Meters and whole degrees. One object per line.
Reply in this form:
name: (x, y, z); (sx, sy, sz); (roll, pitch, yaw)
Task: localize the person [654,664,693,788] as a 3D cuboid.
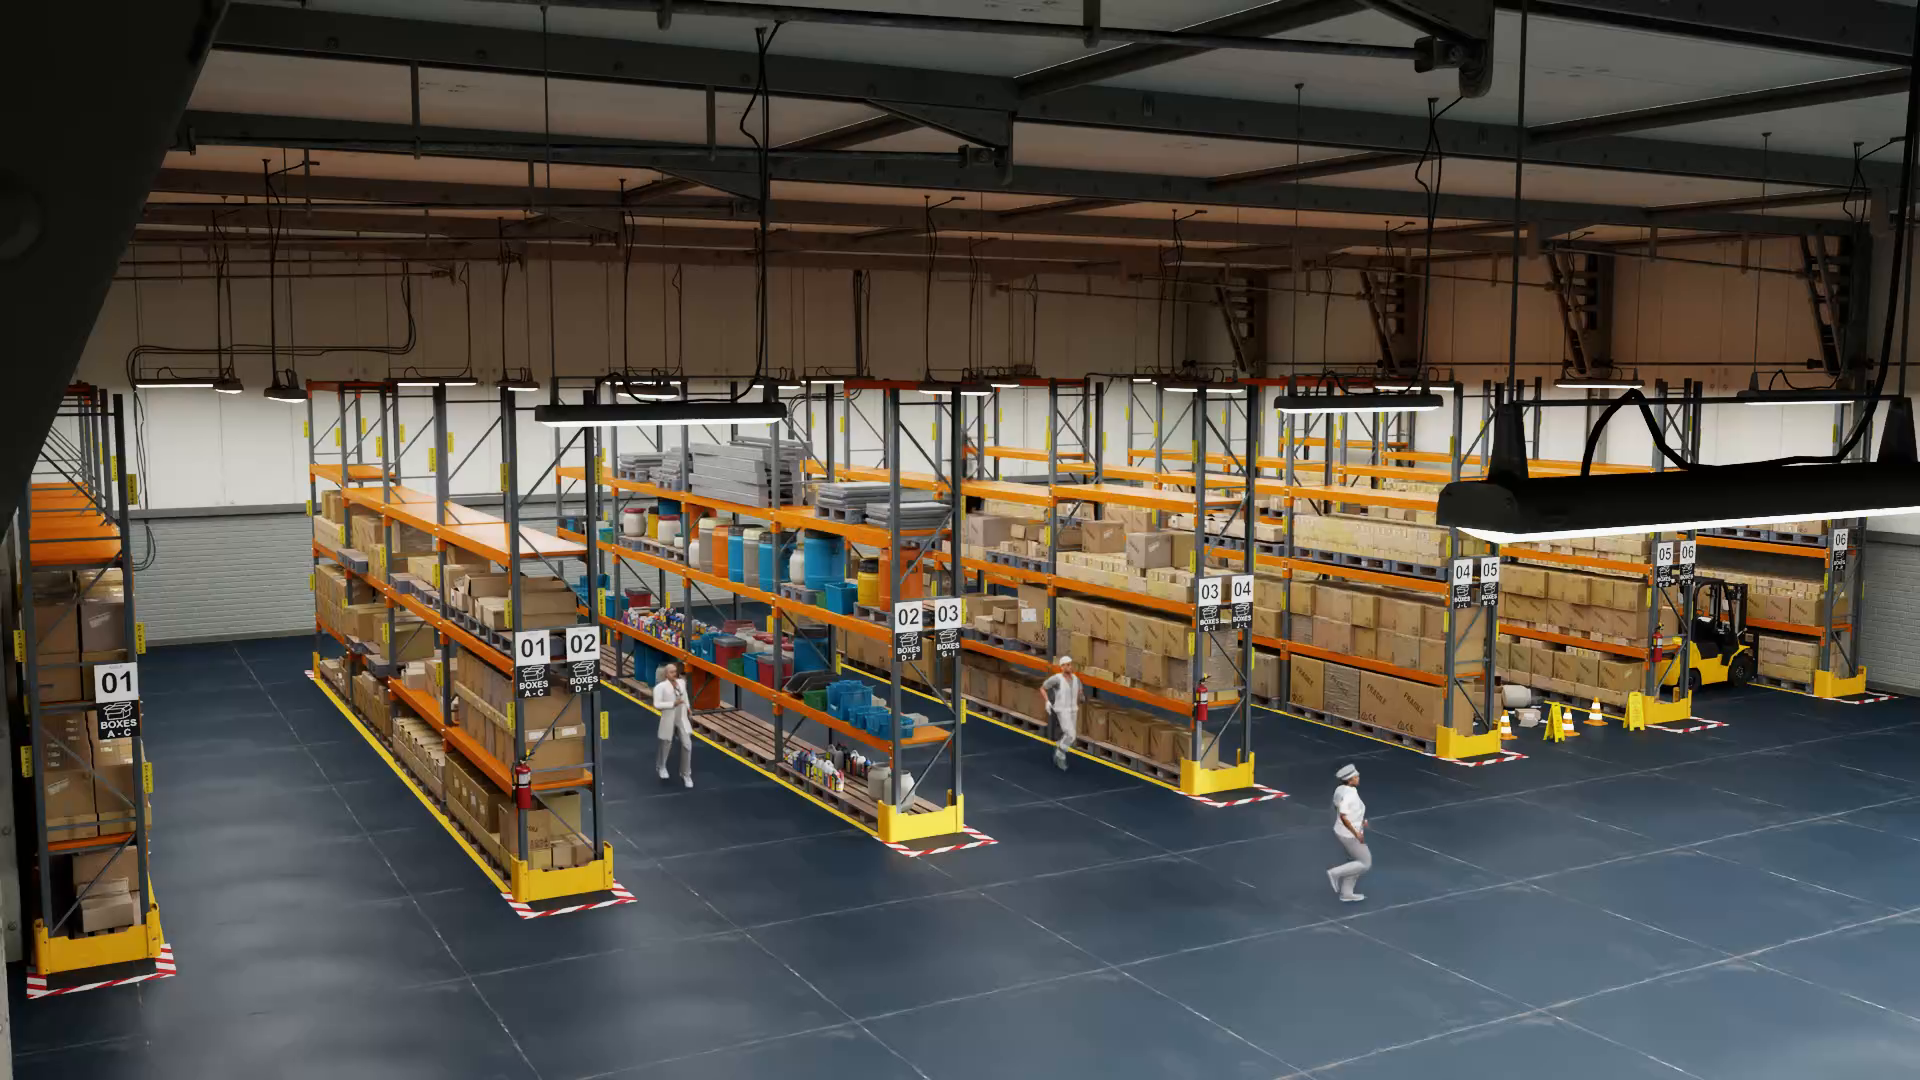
person: (-4.333, 2.781, 25.070); (0.677, 1.846, 0.866); (-4, 7, -34)

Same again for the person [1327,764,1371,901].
person: (4.573, 3.441, 19.554); (0.551, 1.646, 0.589); (0, 6, -3)

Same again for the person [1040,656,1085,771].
person: (1.666, 2.694, 25.858); (0.640, 1.785, 0.700); (-5, 8, -37)
